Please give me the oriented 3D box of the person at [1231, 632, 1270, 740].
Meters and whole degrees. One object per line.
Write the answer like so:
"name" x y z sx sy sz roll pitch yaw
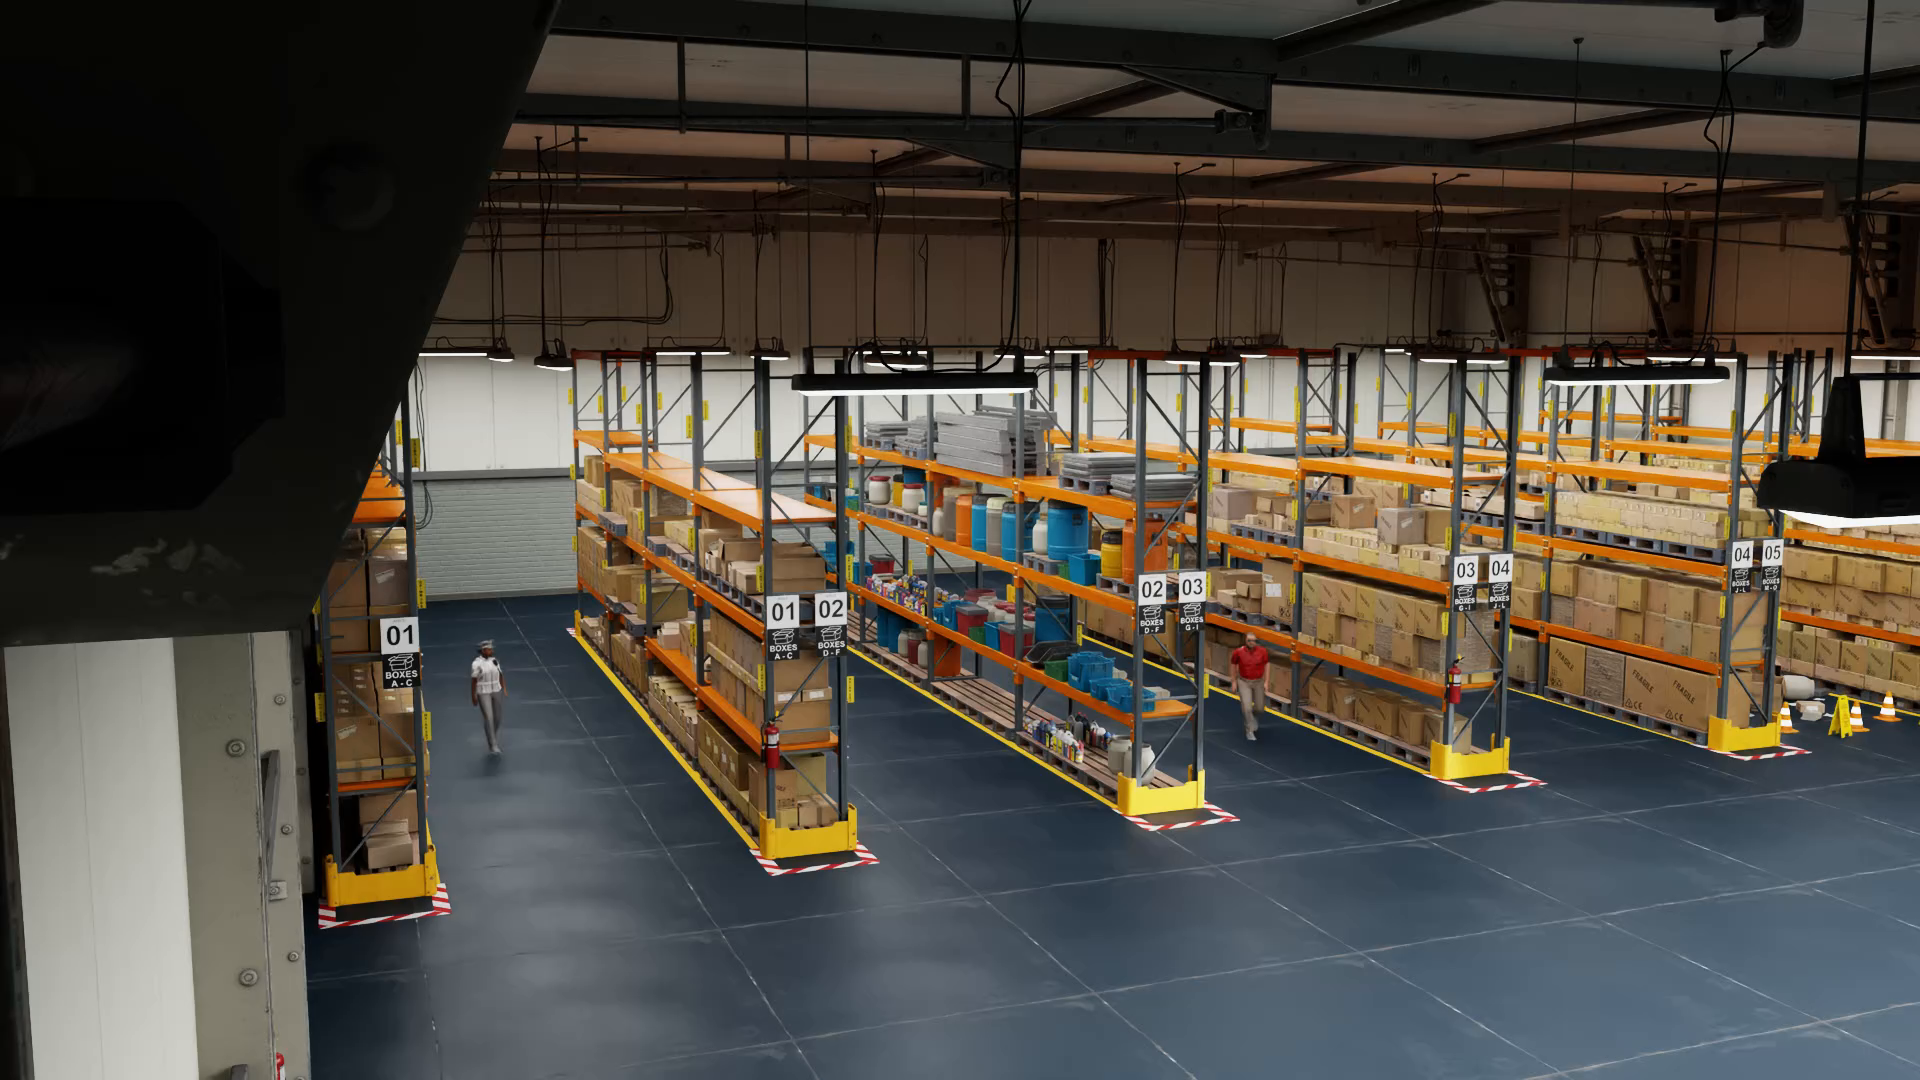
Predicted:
"person" 4.549 2.249 26.169 0.596 1.701 0.669 0 7 -3

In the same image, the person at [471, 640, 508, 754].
"person" -7.135 2.376 25.400 0.744 1.674 0.481 7 10 44
